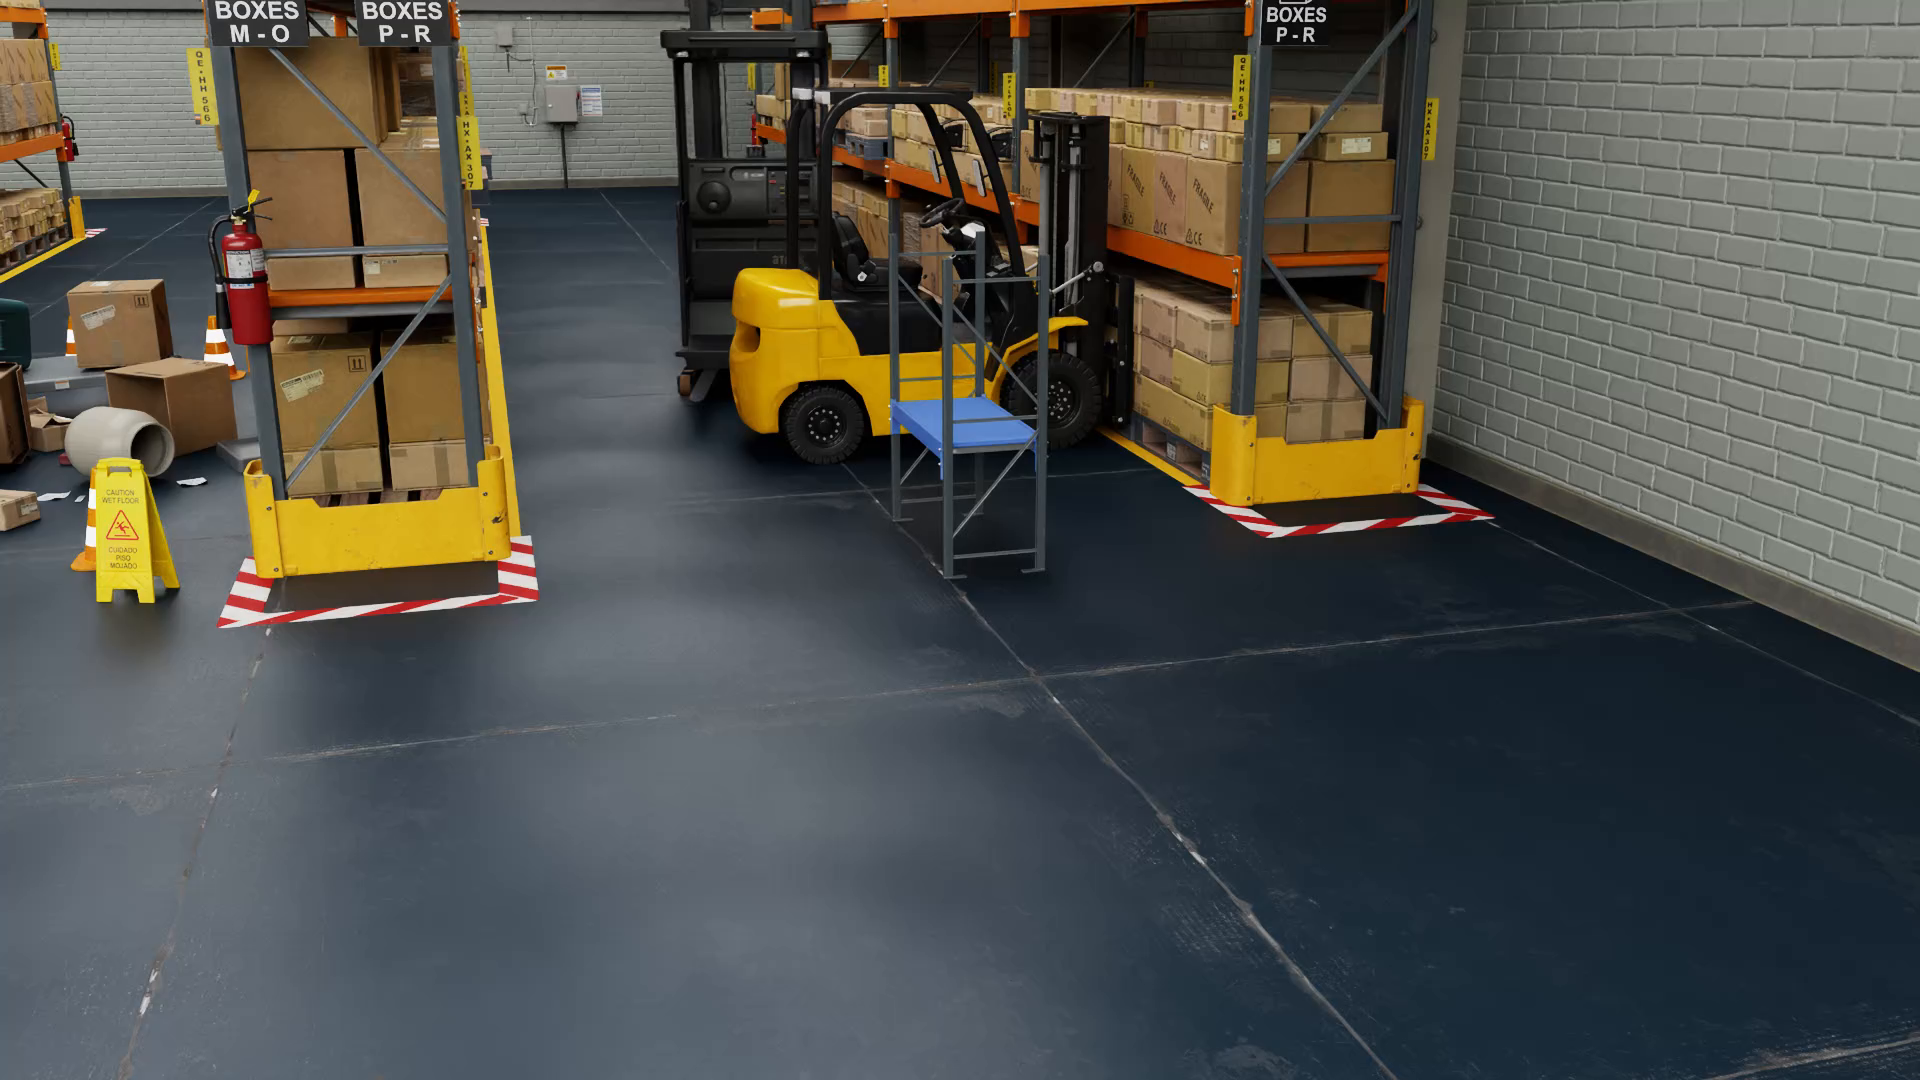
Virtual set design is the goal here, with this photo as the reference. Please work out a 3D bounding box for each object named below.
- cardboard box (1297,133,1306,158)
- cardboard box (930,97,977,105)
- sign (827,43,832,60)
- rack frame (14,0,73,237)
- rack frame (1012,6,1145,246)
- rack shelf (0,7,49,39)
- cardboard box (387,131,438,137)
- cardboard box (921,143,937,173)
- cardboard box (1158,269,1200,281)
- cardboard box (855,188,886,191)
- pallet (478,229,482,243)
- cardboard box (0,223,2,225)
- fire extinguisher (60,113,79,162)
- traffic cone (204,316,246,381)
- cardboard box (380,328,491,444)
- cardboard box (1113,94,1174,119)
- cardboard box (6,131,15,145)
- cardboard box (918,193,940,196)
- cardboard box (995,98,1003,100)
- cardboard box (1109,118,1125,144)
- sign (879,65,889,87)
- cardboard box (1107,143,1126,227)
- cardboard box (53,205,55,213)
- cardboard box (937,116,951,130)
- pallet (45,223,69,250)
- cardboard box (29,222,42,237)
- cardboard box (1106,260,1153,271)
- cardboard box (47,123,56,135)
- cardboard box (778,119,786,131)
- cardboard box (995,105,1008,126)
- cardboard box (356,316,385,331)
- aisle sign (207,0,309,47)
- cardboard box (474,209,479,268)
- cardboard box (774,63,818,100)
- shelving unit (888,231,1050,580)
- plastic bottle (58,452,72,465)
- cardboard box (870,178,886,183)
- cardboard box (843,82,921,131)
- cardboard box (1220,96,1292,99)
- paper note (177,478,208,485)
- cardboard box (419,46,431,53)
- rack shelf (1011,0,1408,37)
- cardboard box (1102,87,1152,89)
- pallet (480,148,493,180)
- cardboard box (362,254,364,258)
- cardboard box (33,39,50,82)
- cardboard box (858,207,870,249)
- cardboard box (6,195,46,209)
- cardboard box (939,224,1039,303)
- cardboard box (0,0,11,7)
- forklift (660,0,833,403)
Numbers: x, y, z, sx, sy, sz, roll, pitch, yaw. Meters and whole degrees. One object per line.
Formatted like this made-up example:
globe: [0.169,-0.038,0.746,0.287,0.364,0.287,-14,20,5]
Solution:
cardboard box: [2.014,-2.253,9.438,0.380,0.149,0.250,-5,17,-15]
cardboard box: [-0.055,-3.896,14.906,0.380,0.149,0.250,-5,17,-15]
sign: [-1.871,-6.887,23.604,0.100,0.325,0.005,-5,17,-15]
rack frame: [-11.913,-5.330,20.982,1.000,3.000,0.127,-5,17,-15]
rack frame: [0.888,-2.824,12.638,1.000,3.000,0.127,-5,17,-15]
rack shelf: [-11.364,-5.869,18.813,1.077,0.370,4.000,-5,17,-15]
cardboard box: [-2.935,-1.951,9.042,0.500,0.500,0.500,-5,17,-16]
cardboard box: [-0.043,-3.435,14.933,0.500,0.250,0.500,-5,18,-17]
cardboard box: [1.635,-1.648,11.035,0.500,0.250,0.500,-5,17,-16]
cardboard box: [-0.947,-3.802,18.384,0.380,0.149,0.250,-5,17,-15]
pallet: [-6.216,-3.524,19.817,1.003,0.211,1.213,-5,17,-15]
cardboard box: [-10.863,-3.455,18.448,0.380,0.149,0.250,-5,17,-16]
fire extinguisher: [-11.539,-5.221,21.401,0.296,0.674,0.183,-5,17,-15]
traffic cone: [-5.571,-1.447,12.467,0.336,0.463,0.334,-5,17,-15]
cardboard box: [-2.747,-0.819,8.709,0.500,0.500,0.500,-5,18,-17]
cardboard box: [1.206,-2.795,10.726,0.380,0.149,0.250,-5,17,-15]
cardboard box: [-10.986,-4.568,18.882,0.380,0.149,0.250,-4,17,-13]
cardboard box: [-0.233,-3.634,17.824,0.380,0.149,0.250,-6,18,-18]
cardboard box: [0.513,-3.791,14.559,0.380,0.149,0.250,-4,17,-14]
cardboard box: [1.128,-2.644,10.738,0.380,0.149,0.250,-5,17,-16]
sign: [-0.731,-4.401,16.015,0.100,0.325,0.005,-5,17,-15]
cardboard box: [1.176,-2.305,10.736,0.500,0.500,0.500,-5,17,-15]
cardboard box: [-11.474,-4.108,20.624,0.380,0.149,0.250,-5,17,-17]
cardboard box: [0.103,-3.531,14.386,0.500,0.250,0.500,-4,17,-14]
pallet: [-11.703,-3.746,20.556,1.003,0.211,1.213,-5,17,-15]
cardboard box: [-11.144,-3.684,19.727,0.380,0.149,0.250,-4,17,-14]
cardboard box: [0.998,-1.749,11.373,0.500,0.250,0.500,-4,17,-13]
cardboard box: [-11.552,-5.142,20.793,0.380,0.149,0.250,-5,17,-15]
cardboard box: [-2.185,-5.478,21.913,0.380,0.149,0.250,-4,17,-14]
cardboard box: [0.492,-3.329,13.019,0.380,0.149,0.250,-5,17,-16]
cardboard box: [-3.534,-1.052,9.487,0.500,0.500,0.500,-5,17,-17]
aisle sign: [-3.046,-2.529,7.137,0.394,0.787,0.004,-5,17,-15]
cardboard box: [-5.334,-3.165,16.737,0.875,0.875,0.875,-4,17,-15]
cardboard box: [-2.132,-6.011,21.689,0.500,0.500,0.500,-4,17,-14]
shelving unit: [0.023,-0.695,8.158,0.538,1.500,1.048,-5,17,-15]
plastic bottle: [-5.332,-0.518,10.069,0.133,0.061,0.283,-2,17,-6]
cardboard box: [-0.855,-4.200,19.707,0.380,0.149,0.250,-5,17,-15]
cardboard box: [-0.838,-4.618,17.701,0.797,0.503,0.637,-5,17,-17]
cardboard box: [1.847,-2.696,10.394,0.380,0.149,0.250,-5,17,-17]
paper note: [-4.401,-0.341,9.533,0.142,0.019,0.148,-12,20,-34]
cardboard box: [-5.920,-5.588,18.802,0.380,0.149,0.250,-5,17,-16]
rack shelf: [1.437,-3.362,10.468,1.077,0.370,4.000,-5,17,-15]
cardboard box: [1.266,-3.260,12.273,0.380,0.149,0.250,-5,17,-15]
pallet: [-4.685,-3.256,14.411,1.213,0.211,1.003,-5,17,-15]
cardboard box: [-2.762,-1.382,8.277,0.380,0.149,0.250,-4,17,-14]
cardboard box: [-11.548,-5.892,20.426,0.500,0.500,0.500,-5,17,-16]
cardboard box: [-0.808,-3.318,17.898,0.500,0.500,0.500,-4,17,-13]
cardboard box: [-11.179,-4.042,19.886,0.380,0.149,0.250,-4,17,-13]
cardboard box: [0.319,-2.454,14.805,0.875,0.625,0.625,-5,18,-18]
cardboard box: [-11.098,-6.166,18.811,0.500,0.250,0.500,-4,17,-13]
forklift: [-1.463,-2.514,11.727,1.130,2.935,3.031,-1,17,-3]
